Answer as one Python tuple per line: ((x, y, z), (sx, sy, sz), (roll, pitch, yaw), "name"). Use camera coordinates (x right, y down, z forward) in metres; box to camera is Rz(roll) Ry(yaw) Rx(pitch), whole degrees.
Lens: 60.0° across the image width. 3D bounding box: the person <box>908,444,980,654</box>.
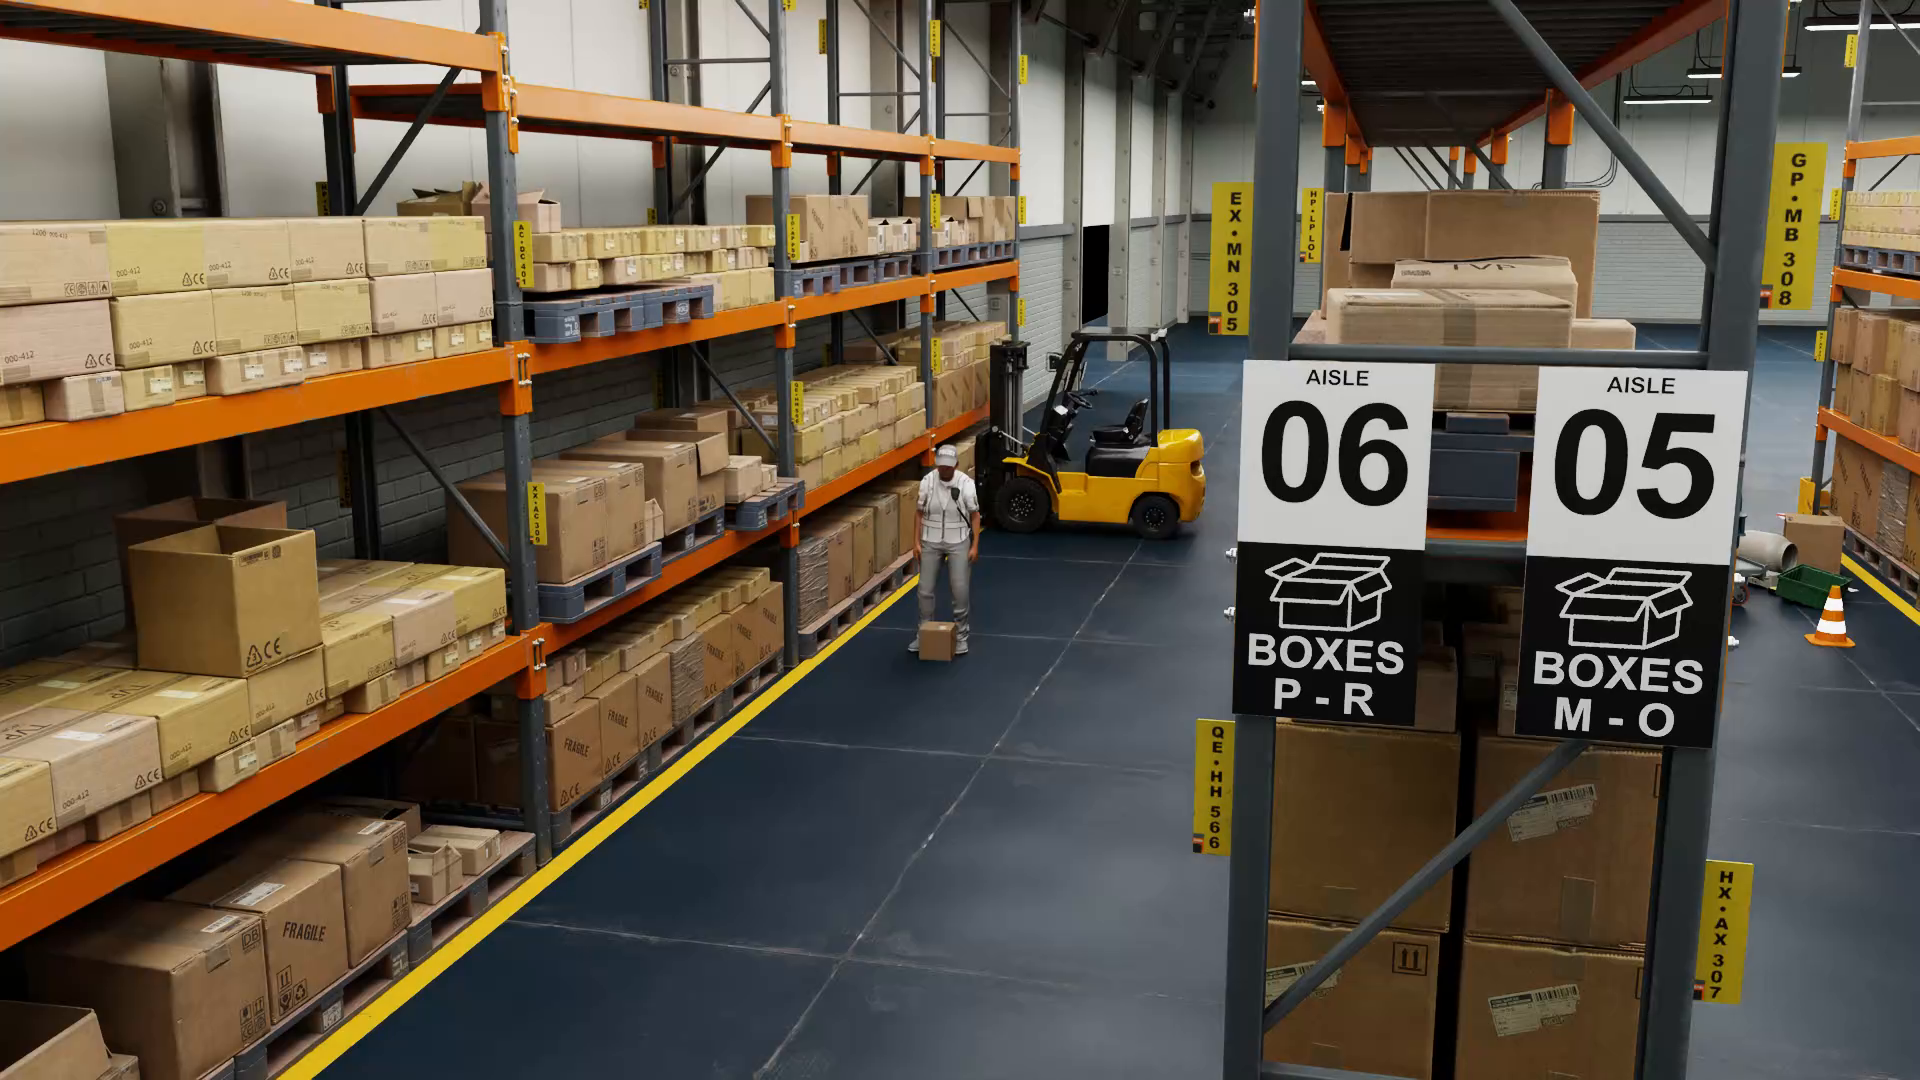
((-0.126, 0.060, 13.142), (0.560, 1.665, 0.469), (2, 12, 10), "person")
